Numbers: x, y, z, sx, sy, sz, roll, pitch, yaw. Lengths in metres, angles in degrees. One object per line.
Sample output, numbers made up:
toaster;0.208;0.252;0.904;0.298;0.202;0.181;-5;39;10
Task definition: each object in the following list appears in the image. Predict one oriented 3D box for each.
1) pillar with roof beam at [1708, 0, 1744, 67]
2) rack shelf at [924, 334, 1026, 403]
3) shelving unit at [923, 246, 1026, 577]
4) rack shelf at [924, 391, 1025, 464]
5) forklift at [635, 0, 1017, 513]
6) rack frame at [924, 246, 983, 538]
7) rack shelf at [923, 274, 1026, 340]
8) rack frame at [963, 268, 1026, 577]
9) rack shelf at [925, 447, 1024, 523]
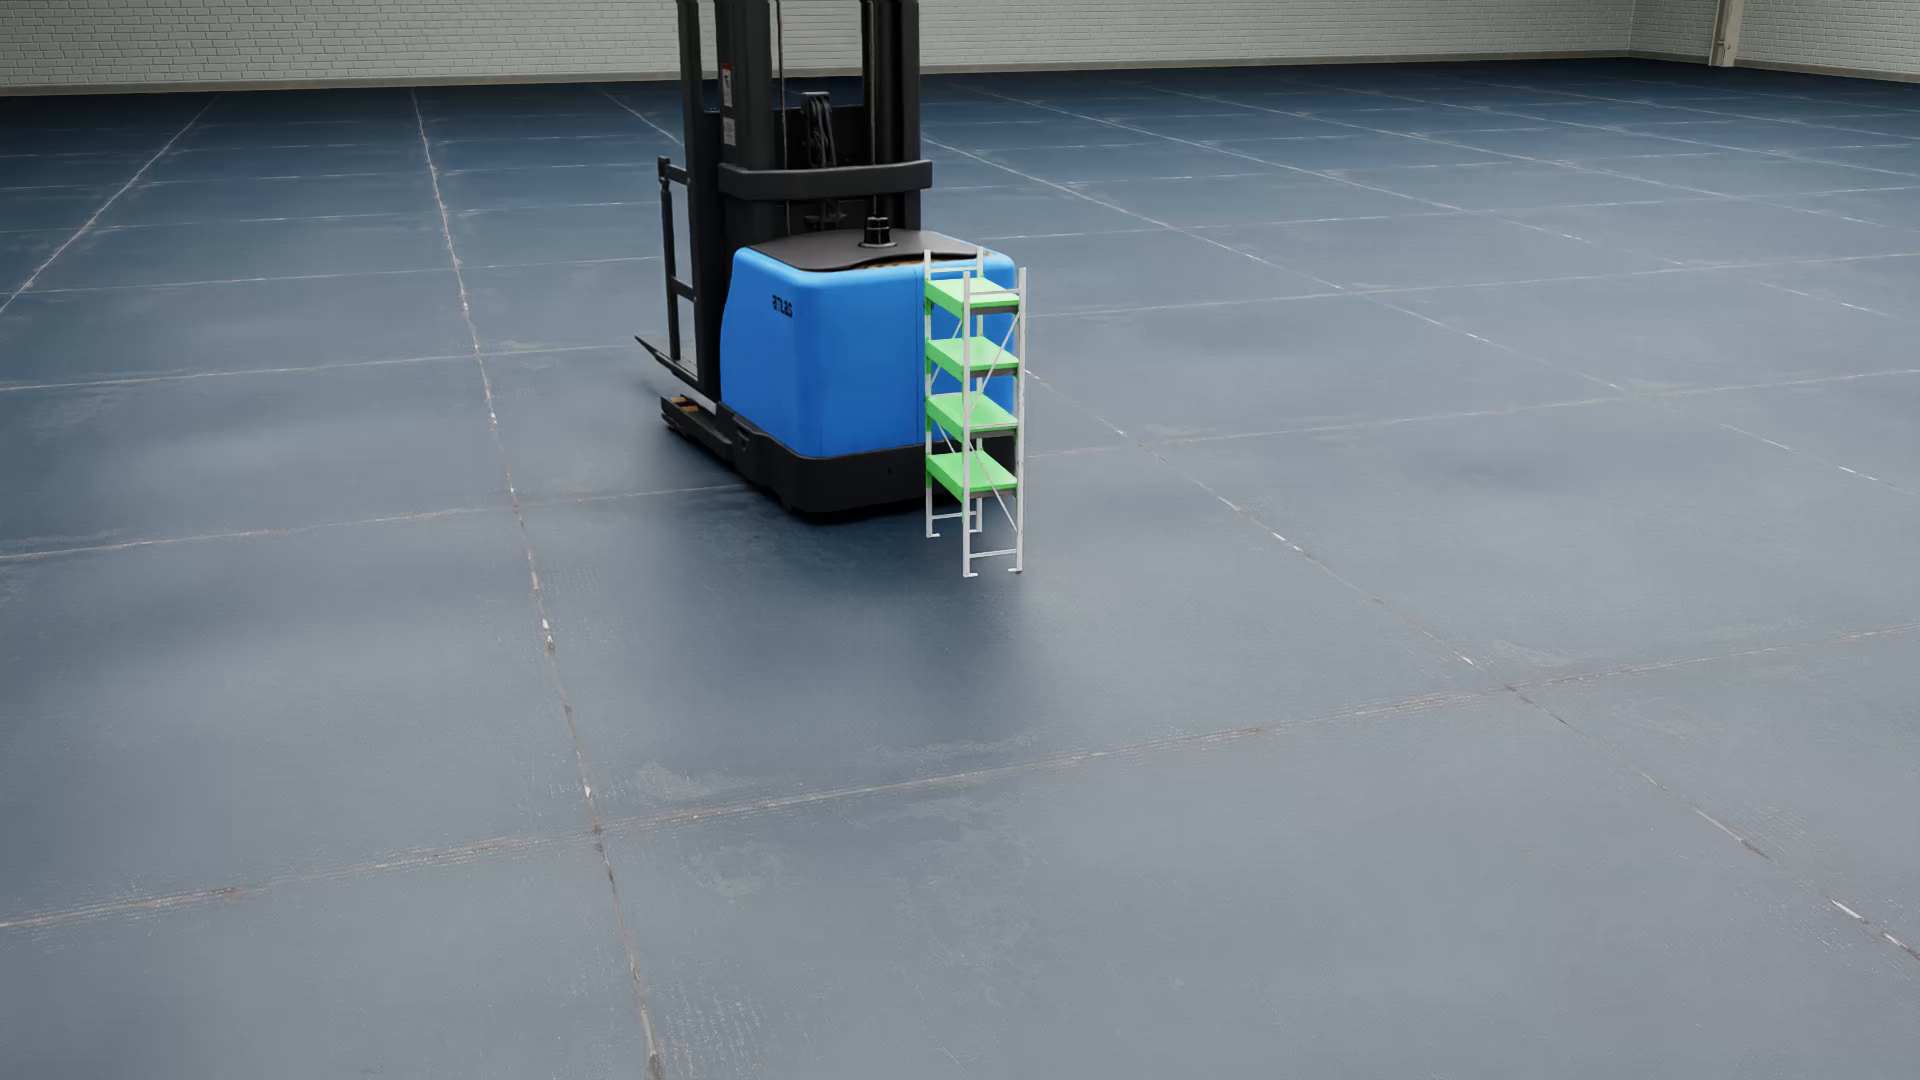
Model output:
pillar with roof beam;11.267;-13.340;30.743;9.100;9.000;0.400;-6;21;-17
rack shelf;0.052;-0.677;6.506;0.258;0.148;0.480;-6;21;-17
shelving unit;0.052;-0.512;6.566;0.258;1.200;0.503;-6;21;-17
rack shelf;0.052;-0.451;6.587;0.258;0.148;0.480;-6;21;-17
forklift;-0.872;-1.949;8.007;1.130;2.935;3.031;-10;22;-26
rack frame;-0.025;-0.590;6.784;0.240;1.200;0.015;-6;21;-17
rack shelf;0.052;-0.903;6.425;0.258;0.148;0.480;-6;21;-17
rack frame;0.129;-0.433;6.348;0.240;1.200;0.015;-6;21;-17
rack shelf;0.052;-0.226;6.669;0.258;0.148;0.480;-6;21;-17
